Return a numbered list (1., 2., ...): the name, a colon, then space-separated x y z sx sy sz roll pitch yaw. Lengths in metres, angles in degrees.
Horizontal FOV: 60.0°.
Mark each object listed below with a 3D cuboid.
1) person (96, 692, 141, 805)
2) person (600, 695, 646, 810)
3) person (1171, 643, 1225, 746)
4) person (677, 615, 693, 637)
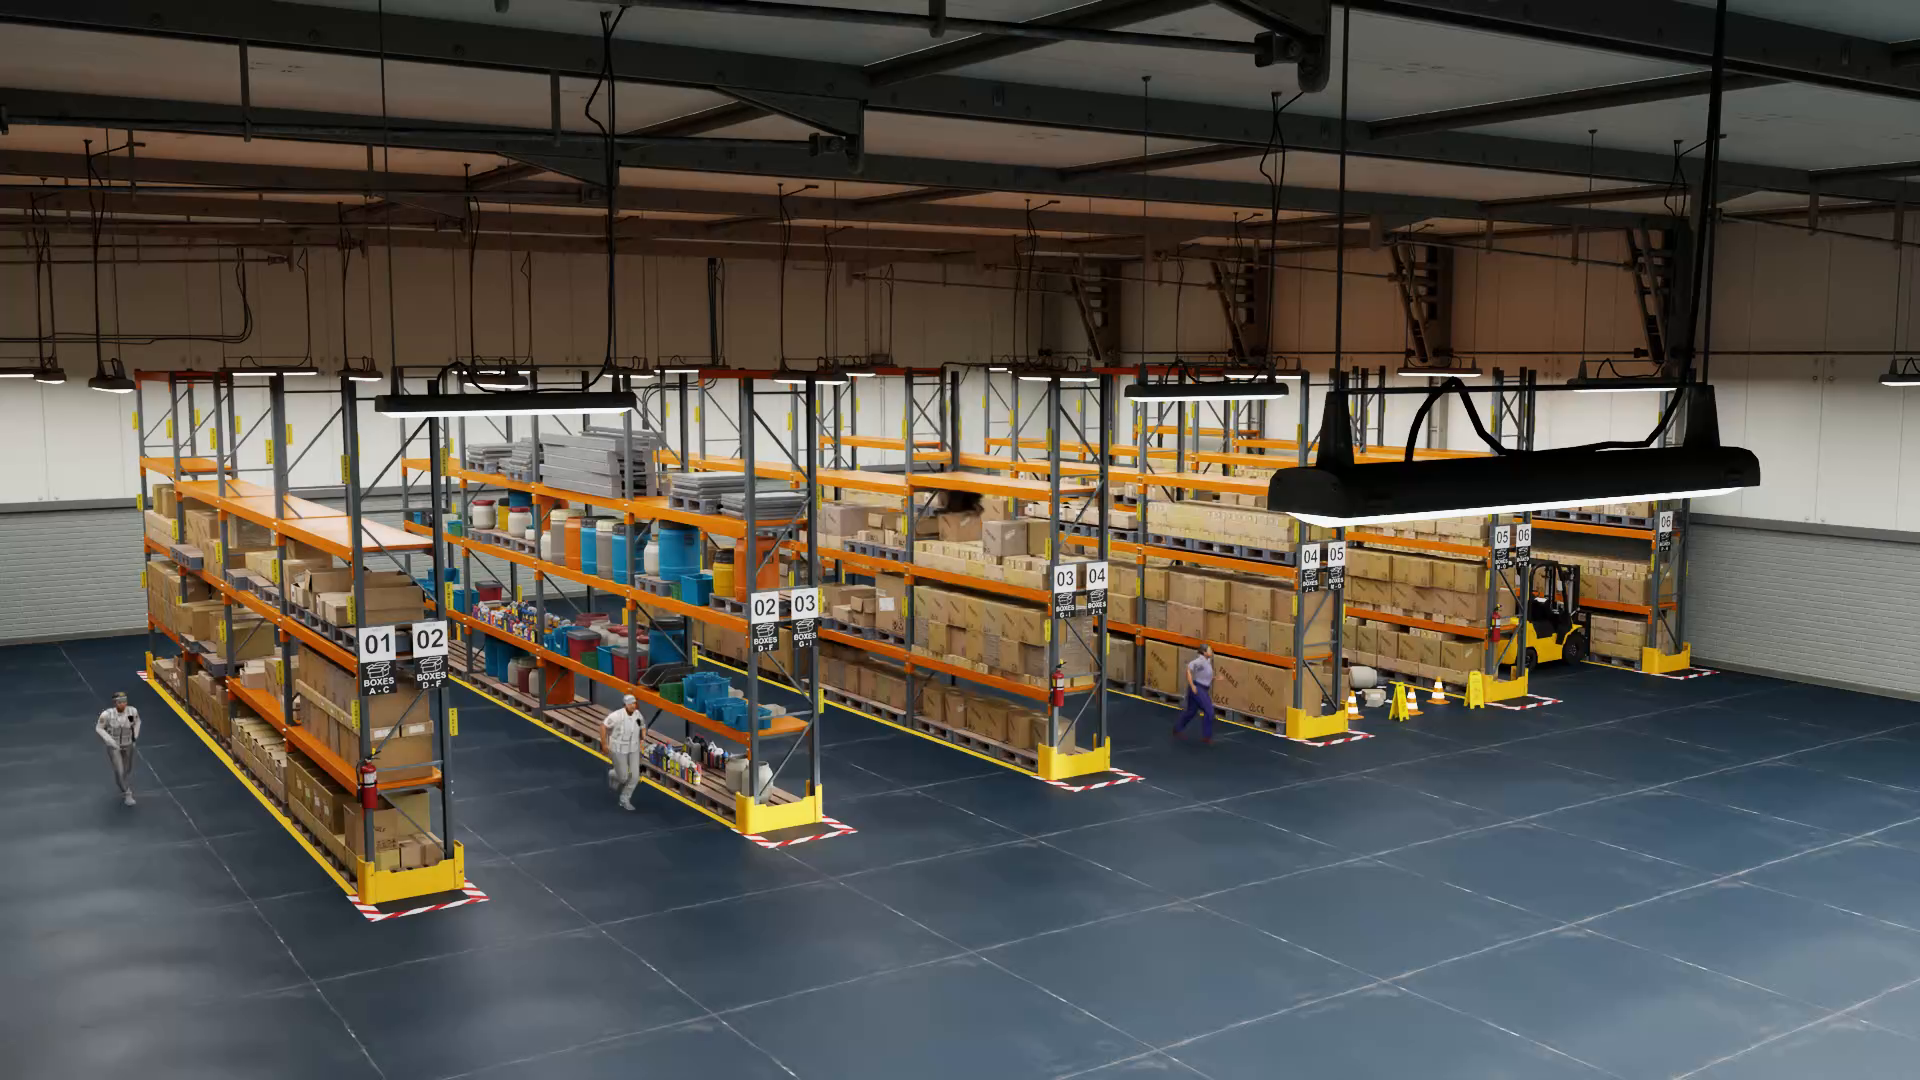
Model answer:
1. person: -11.870 2.898 23.472 0.593 1.629 0.740 -5 8 -36
2. person: -4.676 2.942 23.171 0.642 1.627 0.655 -5 8 -37
3. person: 3.847 2.507 26.917 0.857 1.707 0.539 1 7 9
4. person: -5.305 1.972 31.606 0.409 1.634 0.650 -4 8 -35
